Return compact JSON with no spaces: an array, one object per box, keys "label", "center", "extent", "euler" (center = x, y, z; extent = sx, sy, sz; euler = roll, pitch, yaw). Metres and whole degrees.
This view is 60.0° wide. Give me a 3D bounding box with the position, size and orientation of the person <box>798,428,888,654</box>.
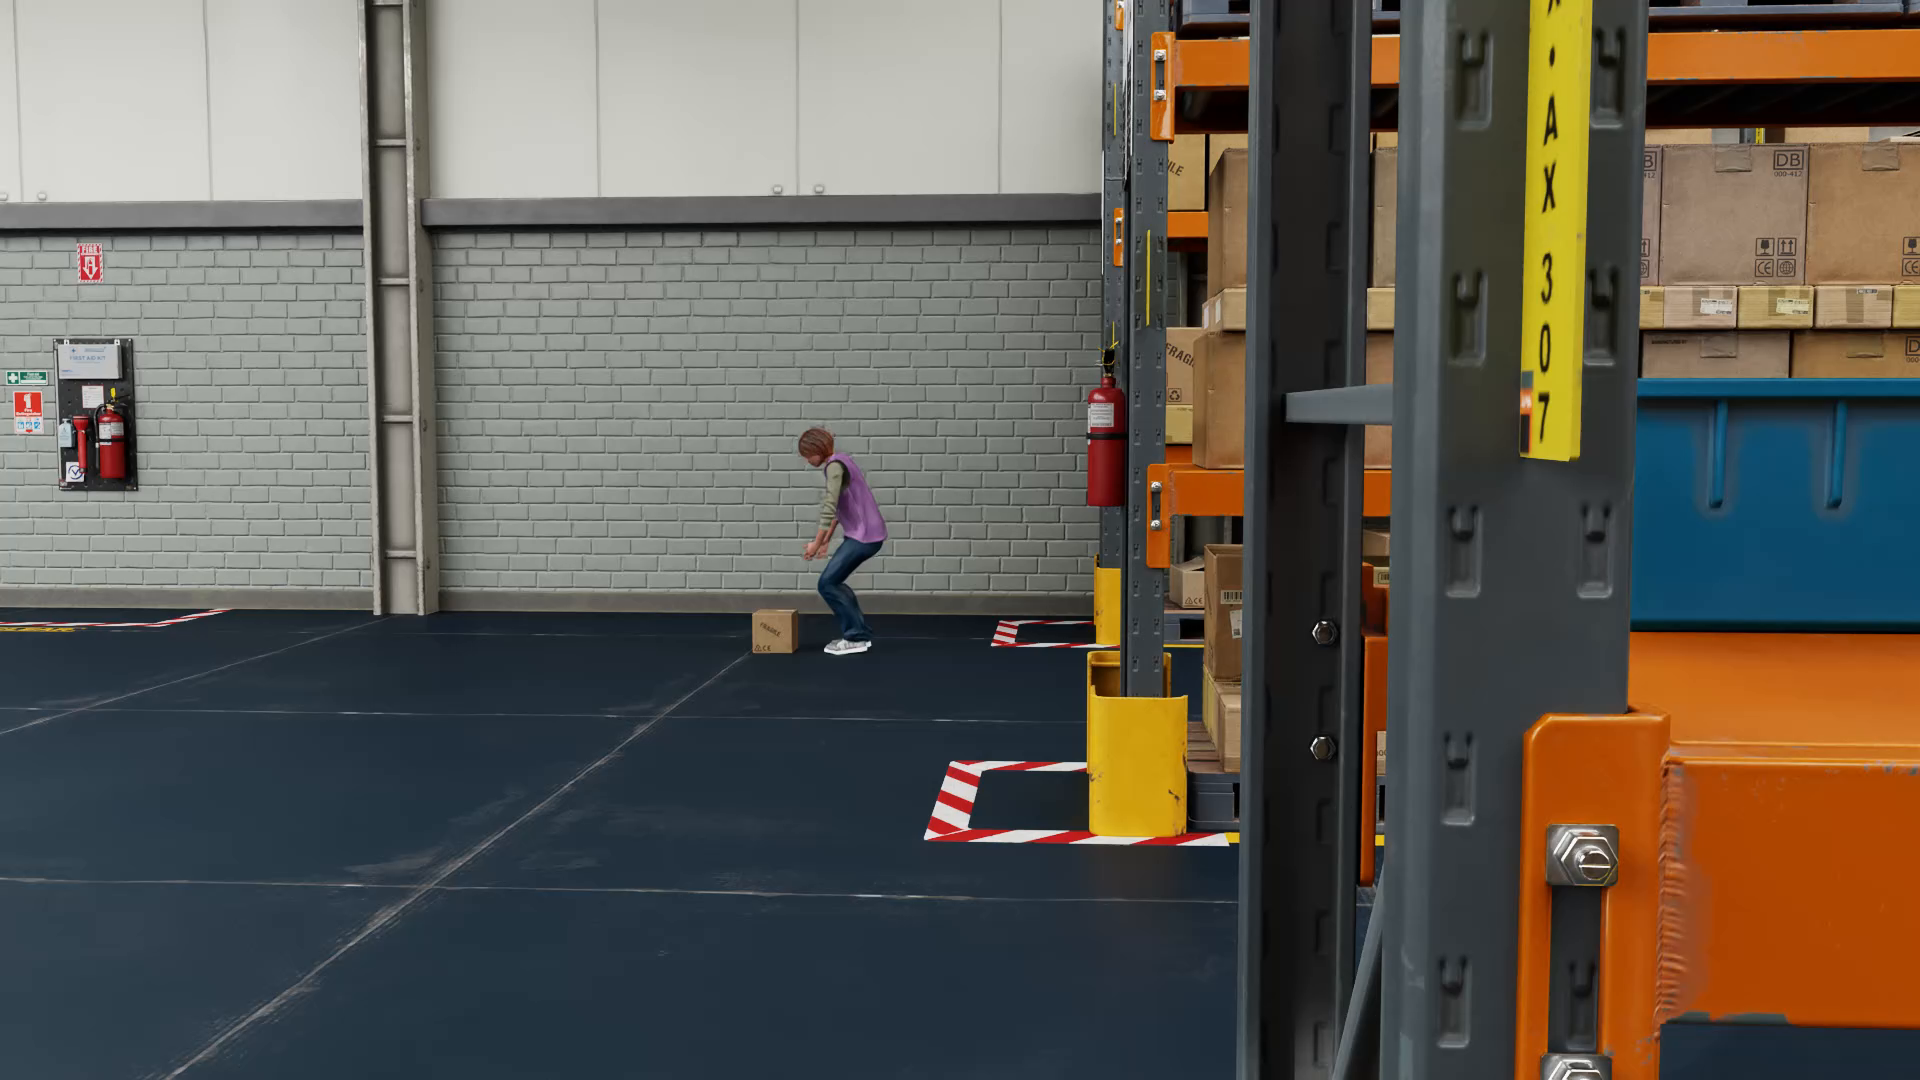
[{"label":"person","center":[-0.737,0.014,10.497],"extent":[0.560,1.408,0.456],"euler":[0,4,4]}]
